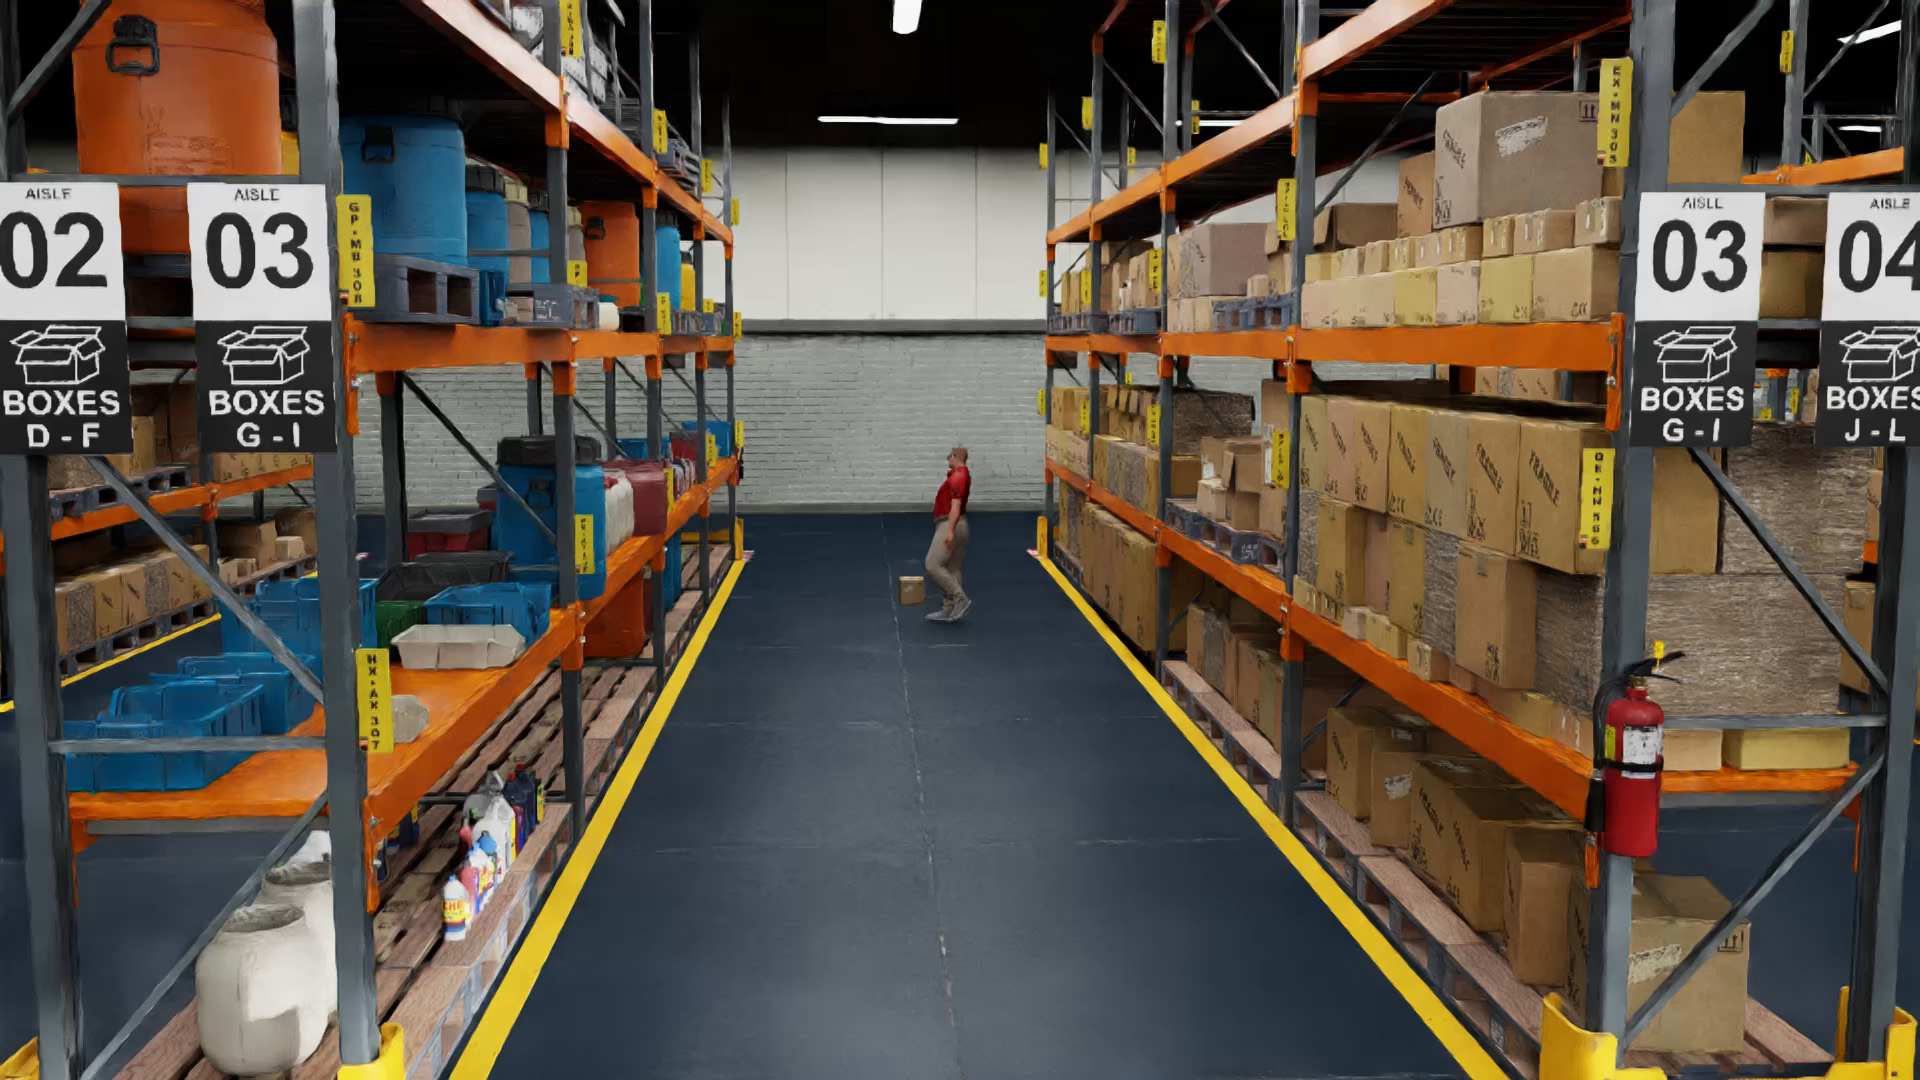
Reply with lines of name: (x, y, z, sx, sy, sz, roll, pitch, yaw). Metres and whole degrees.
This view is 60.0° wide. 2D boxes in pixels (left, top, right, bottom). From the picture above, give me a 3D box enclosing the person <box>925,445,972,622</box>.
person: (-0.103, -0.063, 16.256, 0.481, 1.717, 0.660, 1, 7, 8)
